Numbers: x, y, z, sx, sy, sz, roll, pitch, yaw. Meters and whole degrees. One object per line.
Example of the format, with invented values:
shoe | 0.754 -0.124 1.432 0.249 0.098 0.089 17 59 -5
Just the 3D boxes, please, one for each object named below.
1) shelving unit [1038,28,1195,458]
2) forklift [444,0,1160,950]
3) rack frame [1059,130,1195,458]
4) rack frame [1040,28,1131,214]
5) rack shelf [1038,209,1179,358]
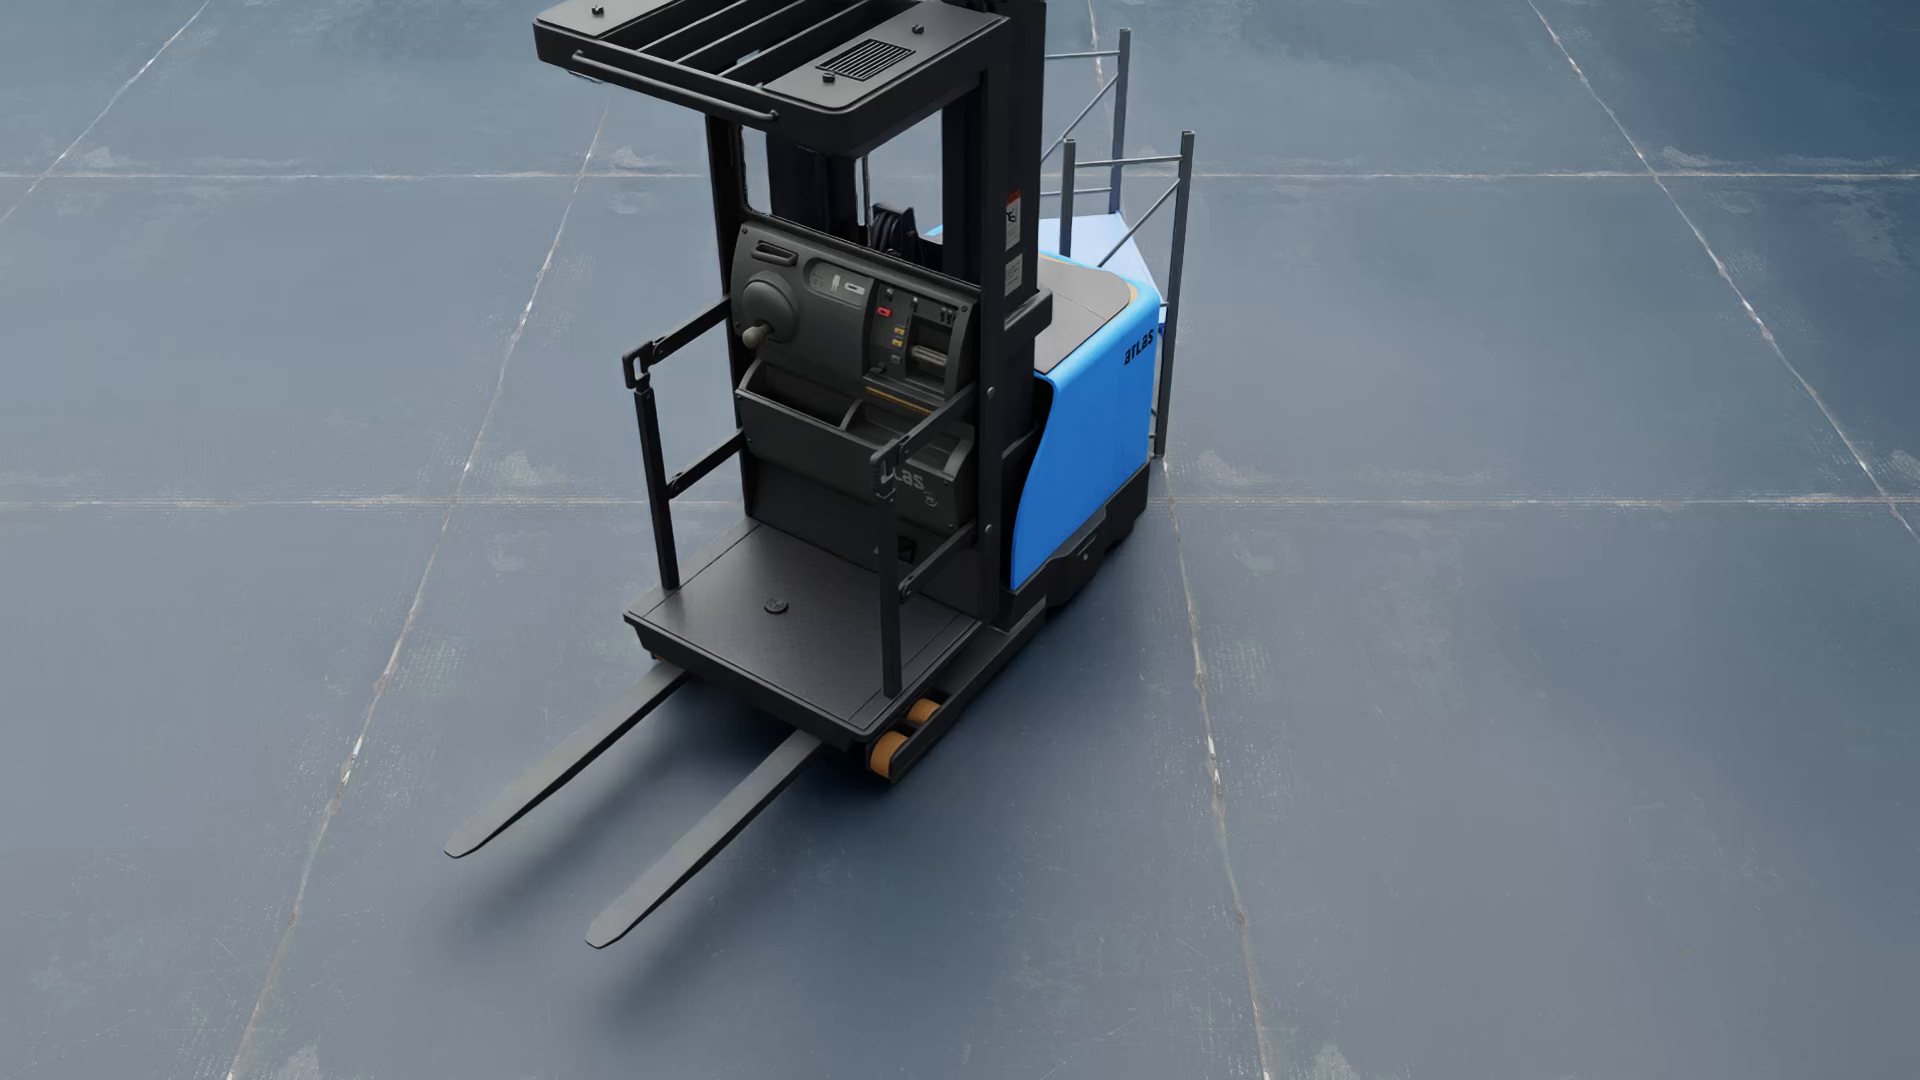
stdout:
shelving unit | 0.556 -1.245 7.104 0.538 1.500 1.048 -6 39 -7
forklift | -0.482 -0.664 5.235 1.130 2.935 3.031 23 44 26
rack frame | 0.636 -0.931 6.712 0.500 1.500 0.032 -6 39 -7
rack frame | 0.476 -1.559 7.496 0.500 1.500 0.032 -6 39 -7
rack shelf | 0.556 -1.104 7.216 0.538 0.185 1.000 -6 39 -7
